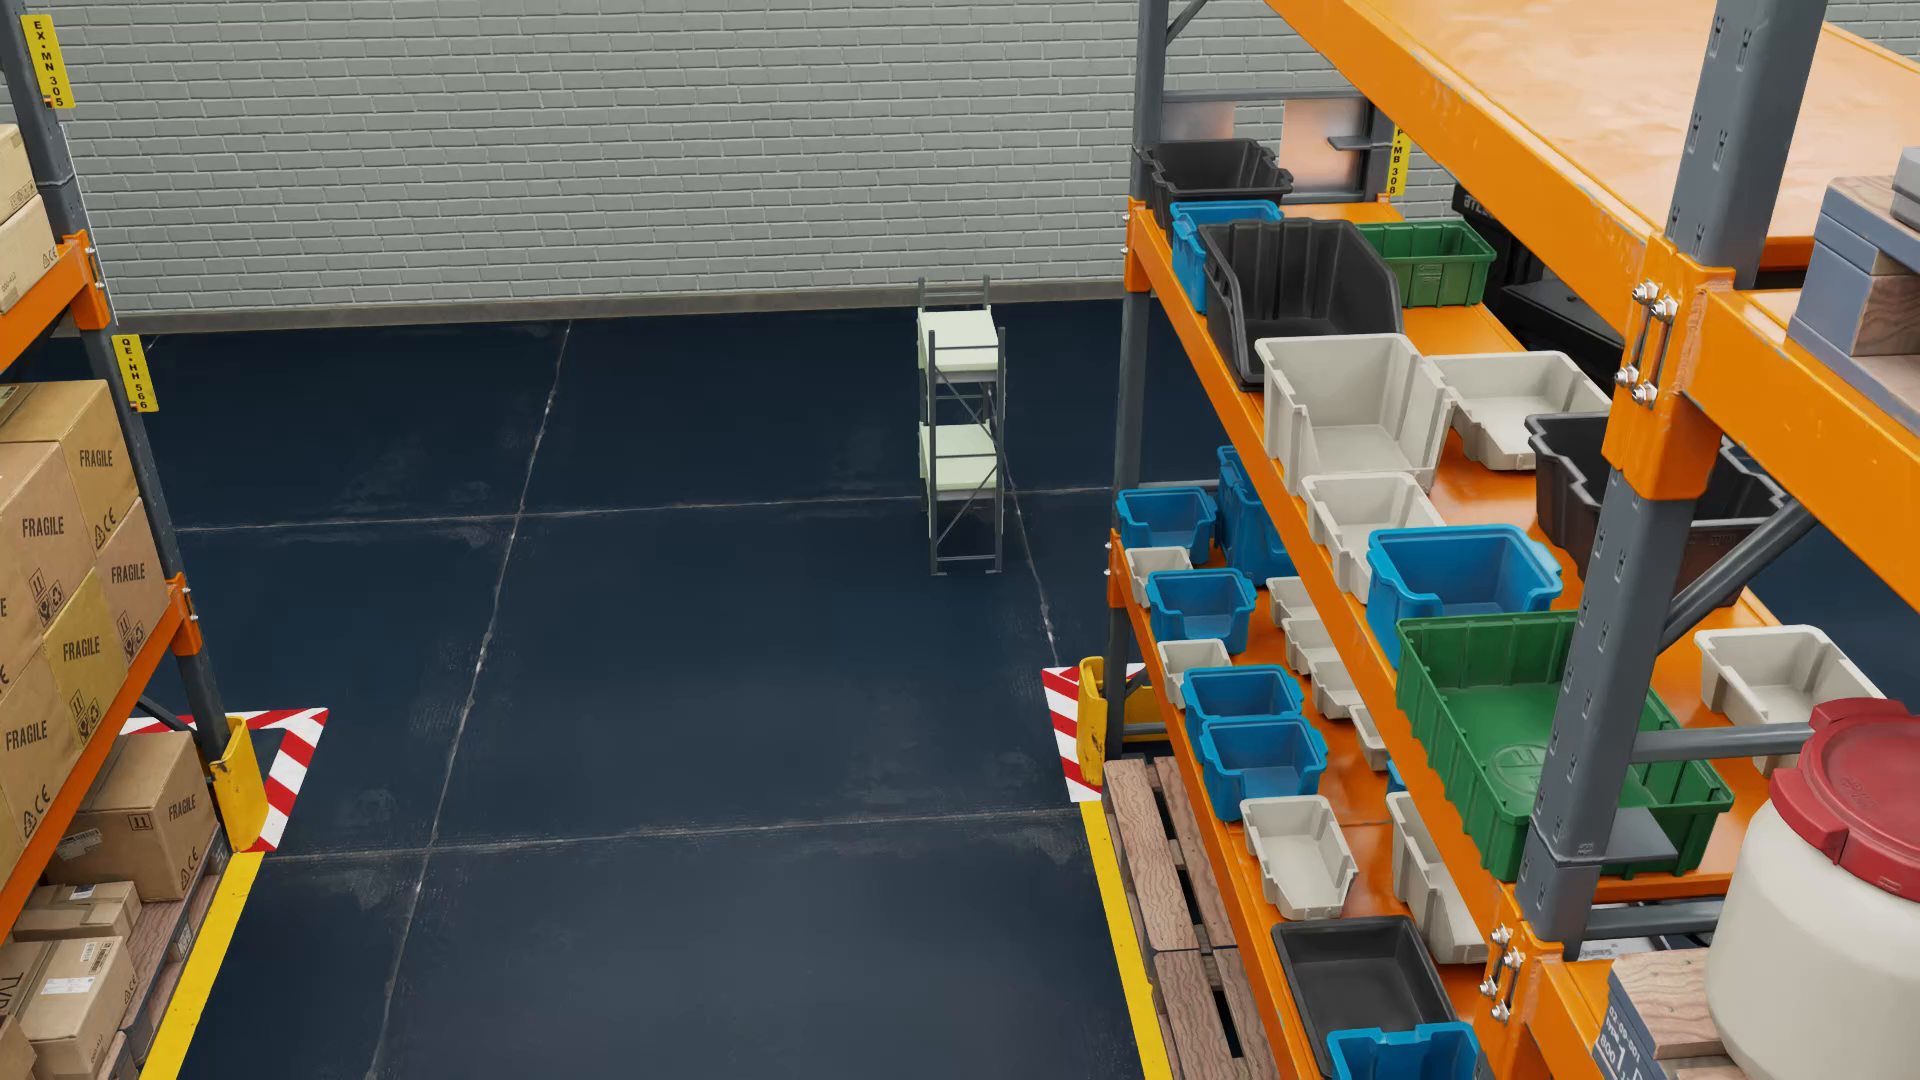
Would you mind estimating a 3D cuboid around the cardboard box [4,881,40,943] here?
[{"bbox_3d":[-3.948,1.541,6.498,0.500,0.250,0.500,-3,31,-5],"label":"cardboard box"}]

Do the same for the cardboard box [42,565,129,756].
[{"bbox_3d":[-3.398,0.440,5.990,0.500,0.500,0.500,-2,31,-4],"label":"cardboard box"}]

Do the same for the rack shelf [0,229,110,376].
[{"bbox_3d":[-3.576,0.045,4.526,1.077,0.370,4.000,-3,31,-5],"label":"rack shelf"}]

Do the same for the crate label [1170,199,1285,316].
[{"bbox_3d":[0.934,-0.970,5.669,0.408,0.251,0.502,-3,31,-5],"label":"crate label"}]

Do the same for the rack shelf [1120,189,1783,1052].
[{"bbox_3d":[1.356,-0.190,4.920,1.077,0.370,4.000,-3,31,-5],"label":"rack shelf"}]

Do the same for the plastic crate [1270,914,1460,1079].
[{"bbox_3d":[1.171,1.344,4.786,0.437,0.125,0.590,-3,31,-5],"label":"plastic crate"}]

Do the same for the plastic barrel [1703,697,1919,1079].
[{"bbox_3d":[1.342,0.564,2.414,0.433,0.535,0.433,0,31,0],"label":"plastic barrel"}]

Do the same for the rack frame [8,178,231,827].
[{"bbox_3d":[-3.763,0.003,6.820,1.000,3.000,0.127,-3,31,-5],"label":"rack frame"}]

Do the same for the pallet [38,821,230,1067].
[{"bbox_3d":[-3.680,1.646,6.789,1.003,0.211,1.213,-3,31,-5],"label":"pallet"}]

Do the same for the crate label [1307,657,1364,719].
[{"bbox_3d":[1.489,0.552,6.099,0.396,0.136,0.243,-3,31,-5],"label":"crate label"}]

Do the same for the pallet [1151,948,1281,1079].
[{"bbox_3d":[1.318,2.009,6.181,1.003,0.211,1.213,-3,31,-5],"label":"pallet"}]

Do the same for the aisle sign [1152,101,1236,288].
[{"bbox_3d":[0.867,-1.371,6.585,0.394,0.787,0.004,-3,31,-5],"label":"aisle sign"}]

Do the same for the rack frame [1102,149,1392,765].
[{"bbox_3d":[1.169,-0.232,7.214,1.000,3.000,0.127,-3,31,-5],"label":"rack frame"}]

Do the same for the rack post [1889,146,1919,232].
[{"bbox_3d":[1.590,-0.302,1.554,0.937,0.300,0.954,-3,31,-6],"label":"rack post"}]

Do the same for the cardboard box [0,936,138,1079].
[{"bbox_3d":[-3.408,1.747,6.153,0.500,0.250,0.500,-3,31,-5],"label":"cardboard box"}]

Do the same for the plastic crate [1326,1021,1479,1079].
[{"bbox_3d":[1.160,1.569,4.156,0.392,0.384,0.575,-3,31,-5],"label":"plastic crate"}]

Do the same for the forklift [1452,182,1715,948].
[{"bbox_3d":[2.751,-0.098,7.056,1.130,2.935,3.031,-14,34,-22],"label":"forklift"}]

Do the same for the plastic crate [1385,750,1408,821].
[{"bbox_3d":[1.616,0.850,5.507,0.416,0.233,0.300,-3,31,-5],"label":"plastic crate"}]

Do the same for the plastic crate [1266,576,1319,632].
[{"bbox_3d":[1.426,0.263,6.584,0.396,0.136,0.243,-3,31,-5],"label":"plastic crate"}]

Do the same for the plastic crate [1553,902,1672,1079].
[{"bbox_3d":[1.709,1.289,4.547,0.402,0.464,0.583,-3,31,-5],"label":"plastic crate"}]

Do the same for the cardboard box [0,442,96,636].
[{"bbox_3d":[-3.400,0.003,5.748,0.500,0.500,0.500,-2,31,-3],"label":"cardboard box"}]

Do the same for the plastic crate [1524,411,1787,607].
[{"bbox_3d":[1.700,-0.069,4.143,0.497,0.269,0.590,-3,31,-5],"label":"plastic crate"}]

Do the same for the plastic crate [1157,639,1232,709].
[{"bbox_3d":[0.875,0.511,6.168,0.250,0.136,0.298,-3,31,-5],"label":"plastic crate"}]

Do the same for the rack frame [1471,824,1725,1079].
[{"bbox_3d":[1.543,1.810,3.795,1.000,3.000,0.127,-3,31,-5],"label":"rack frame"}]

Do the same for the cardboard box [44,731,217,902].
[{"bbox_3d":[-3.467,1.153,6.903,0.500,0.500,0.500,-3,31,-5],"label":"cardboard box"}]

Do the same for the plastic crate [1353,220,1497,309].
[{"bbox_3d":[1.546,-0.939,5.679,0.450,0.188,0.336,-3,31,-5],"label":"plastic crate"}]

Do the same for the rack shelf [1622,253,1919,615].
[{"bbox_3d":[1.730,0.736,0.834,1.077,0.370,4.000,-3,31,-5],"label":"rack shelf"}]

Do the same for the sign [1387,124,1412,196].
[{"bbox_3d":[1.715,-1.510,6.530,0.100,0.325,0.005,-3,31,-5],"label":"sign"}]

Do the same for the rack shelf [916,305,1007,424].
[{"bbox_3d":[0.001,-0.976,9.160,0.431,0.370,0.720,-3,31,-5],"label":"rack shelf"}]

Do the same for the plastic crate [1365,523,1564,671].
[{"bbox_3d":[1.140,0.144,3.822,0.416,0.233,0.300,-3,31,-5],"label":"plastic crate"}]

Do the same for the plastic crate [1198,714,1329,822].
[{"bbox_3d":[1.015,0.781,5.622,0.416,0.233,0.300,-3,31,-5],"label":"plastic crate"}]

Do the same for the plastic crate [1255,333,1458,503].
[{"bbox_3d":[1.069,-0.323,4.556,0.437,0.282,0.530,-3,31,-5],"label":"plastic crate"}]

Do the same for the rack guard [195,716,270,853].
[{"bbox_3d":[-3.756,1.115,7.396,1.175,0.500,0.348,-3,31,-5],"label":"rack guard"}]

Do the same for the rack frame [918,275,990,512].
[{"bbox_3d":[-0.034,-0.827,9.673,0.400,1.500,0.023,-3,31,-5],"label":"rack frame"}]

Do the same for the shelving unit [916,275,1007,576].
[{"bbox_3d":[0.001,-0.640,9.360,0.431,1.500,0.755,-3,31,-5],"label":"shelving unit"}]

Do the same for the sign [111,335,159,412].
[{"bbox_3d":[-3.208,-0.646,6.470,0.100,0.325,0.005,-3,31,-5],"label":"sign"}]

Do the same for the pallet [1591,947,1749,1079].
[{"bbox_3d":[1.713,0.999,2.412,1.213,0.211,1.003,-3,31,-5],"label":"pallet"}]

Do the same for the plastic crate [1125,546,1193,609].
[{"bbox_3d":[0.812,0.165,6.748,0.250,0.136,0.298,-3,31,-5],"label":"plastic crate"}]

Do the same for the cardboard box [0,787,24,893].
[{"bbox_3d":[-3.310,0.953,5.133,0.500,0.500,0.500,-3,31,-5],"label":"cardboard box"}]
